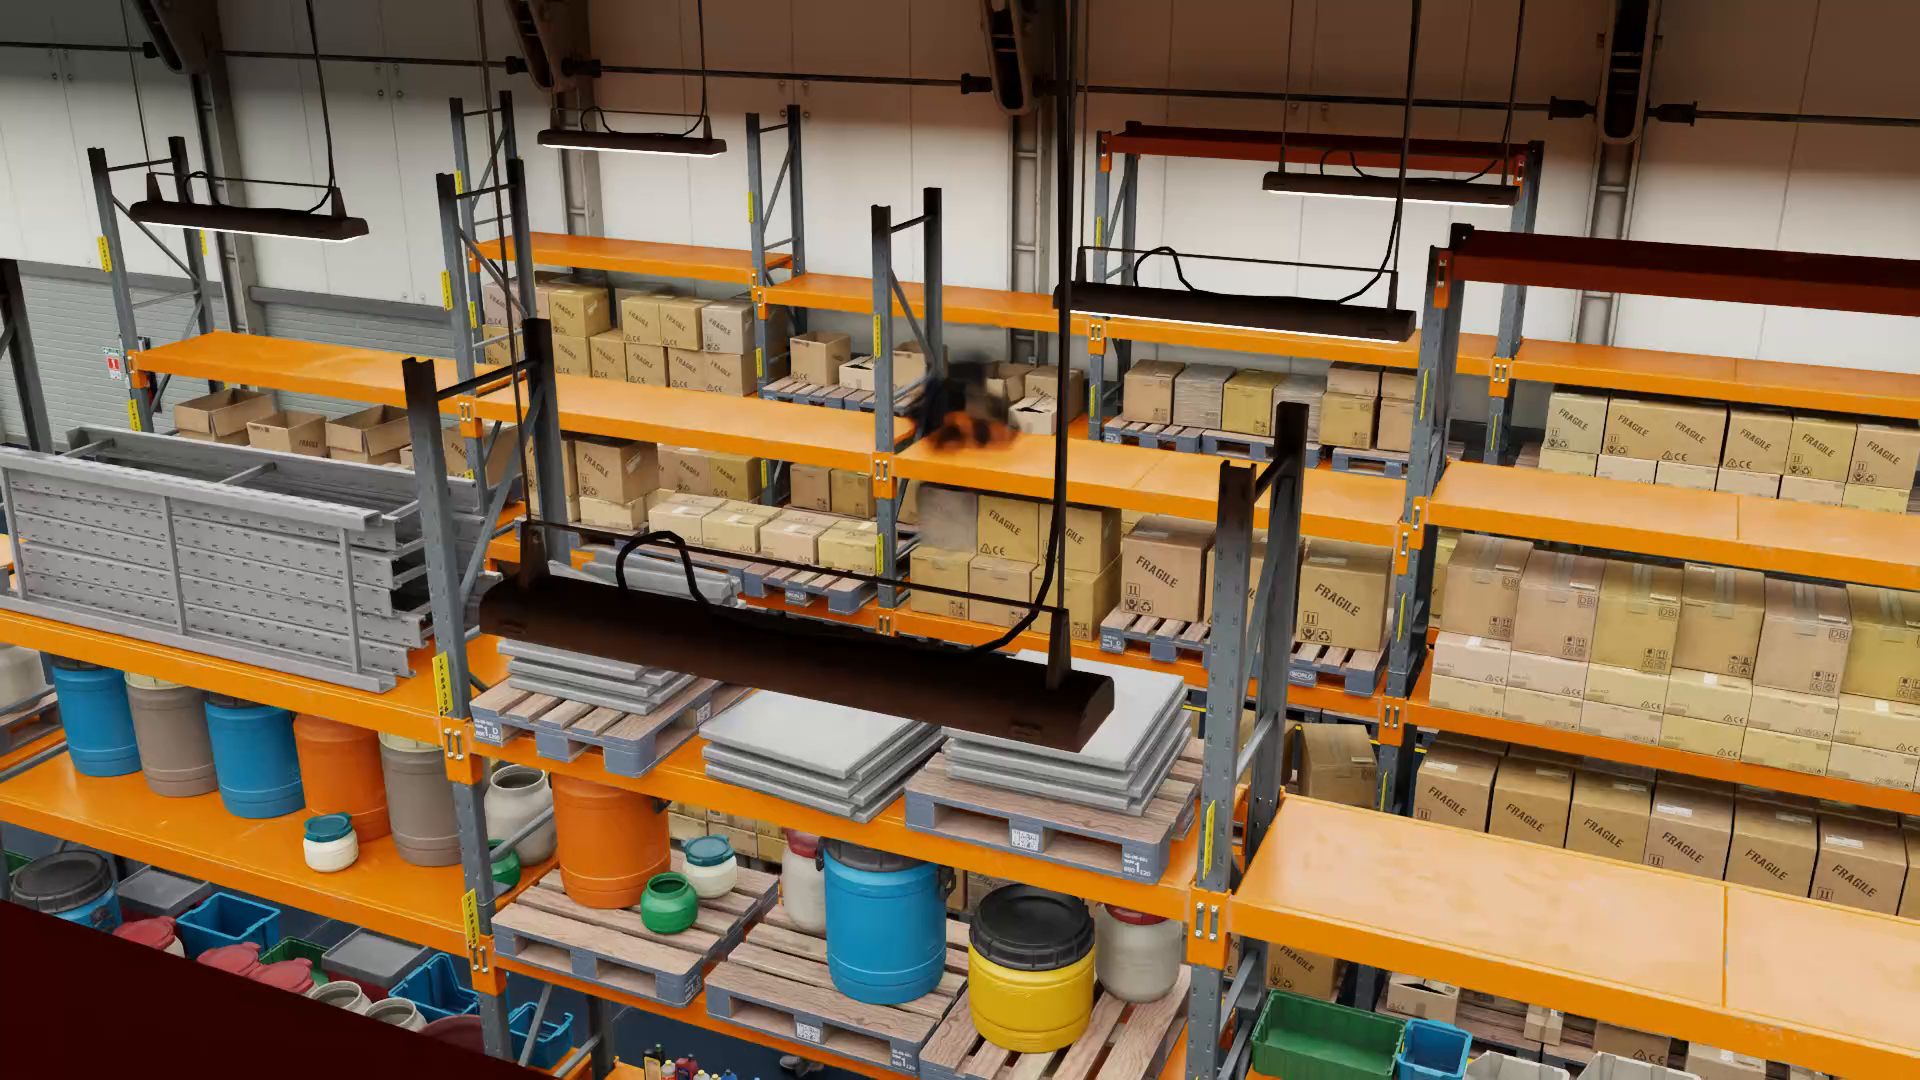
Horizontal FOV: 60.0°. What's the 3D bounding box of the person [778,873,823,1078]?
[{"bbox_3d":[-1.264,3.112,11.997,0.577,1.683,0.672,5,21,13],"label":"person"}]
